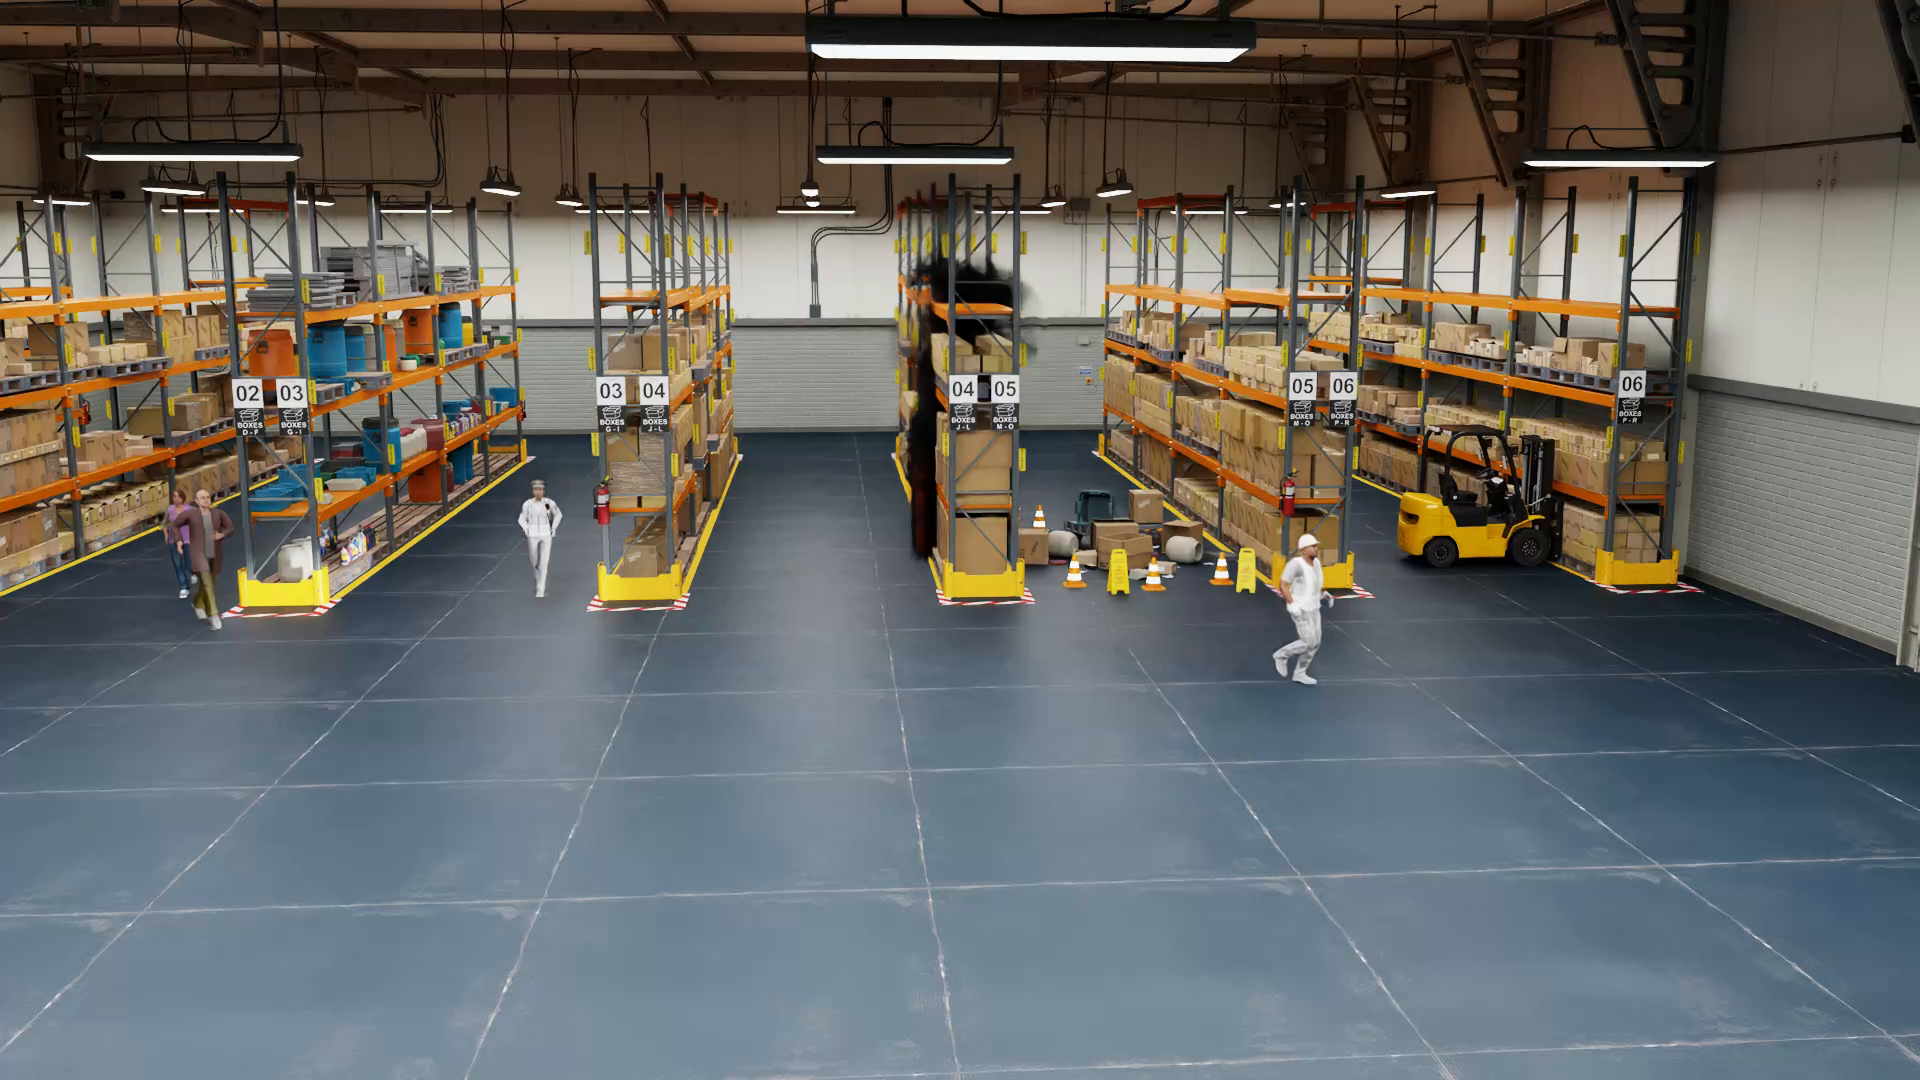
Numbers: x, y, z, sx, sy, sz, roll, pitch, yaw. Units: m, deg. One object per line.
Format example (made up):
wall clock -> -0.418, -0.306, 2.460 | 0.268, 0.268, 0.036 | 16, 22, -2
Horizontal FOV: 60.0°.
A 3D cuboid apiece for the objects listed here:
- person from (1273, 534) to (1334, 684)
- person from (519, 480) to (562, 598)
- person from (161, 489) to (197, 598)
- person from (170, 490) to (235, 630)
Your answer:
person -> 3.971, 0.791, 19.226 | 0.591, 1.748, 0.698 | 9, 13, 40
person -> -6.115, -0.051, 24.272 | 0.619, 1.692, 0.798 | -2, 10, -10
person -> -11.246, 0.026, 24.078 | 0.564, 1.565, 0.586 | -2, 10, -12
person -> -10.056, 0.230, 22.244 | 0.984, 1.802, 0.746 | 8, 13, 39
